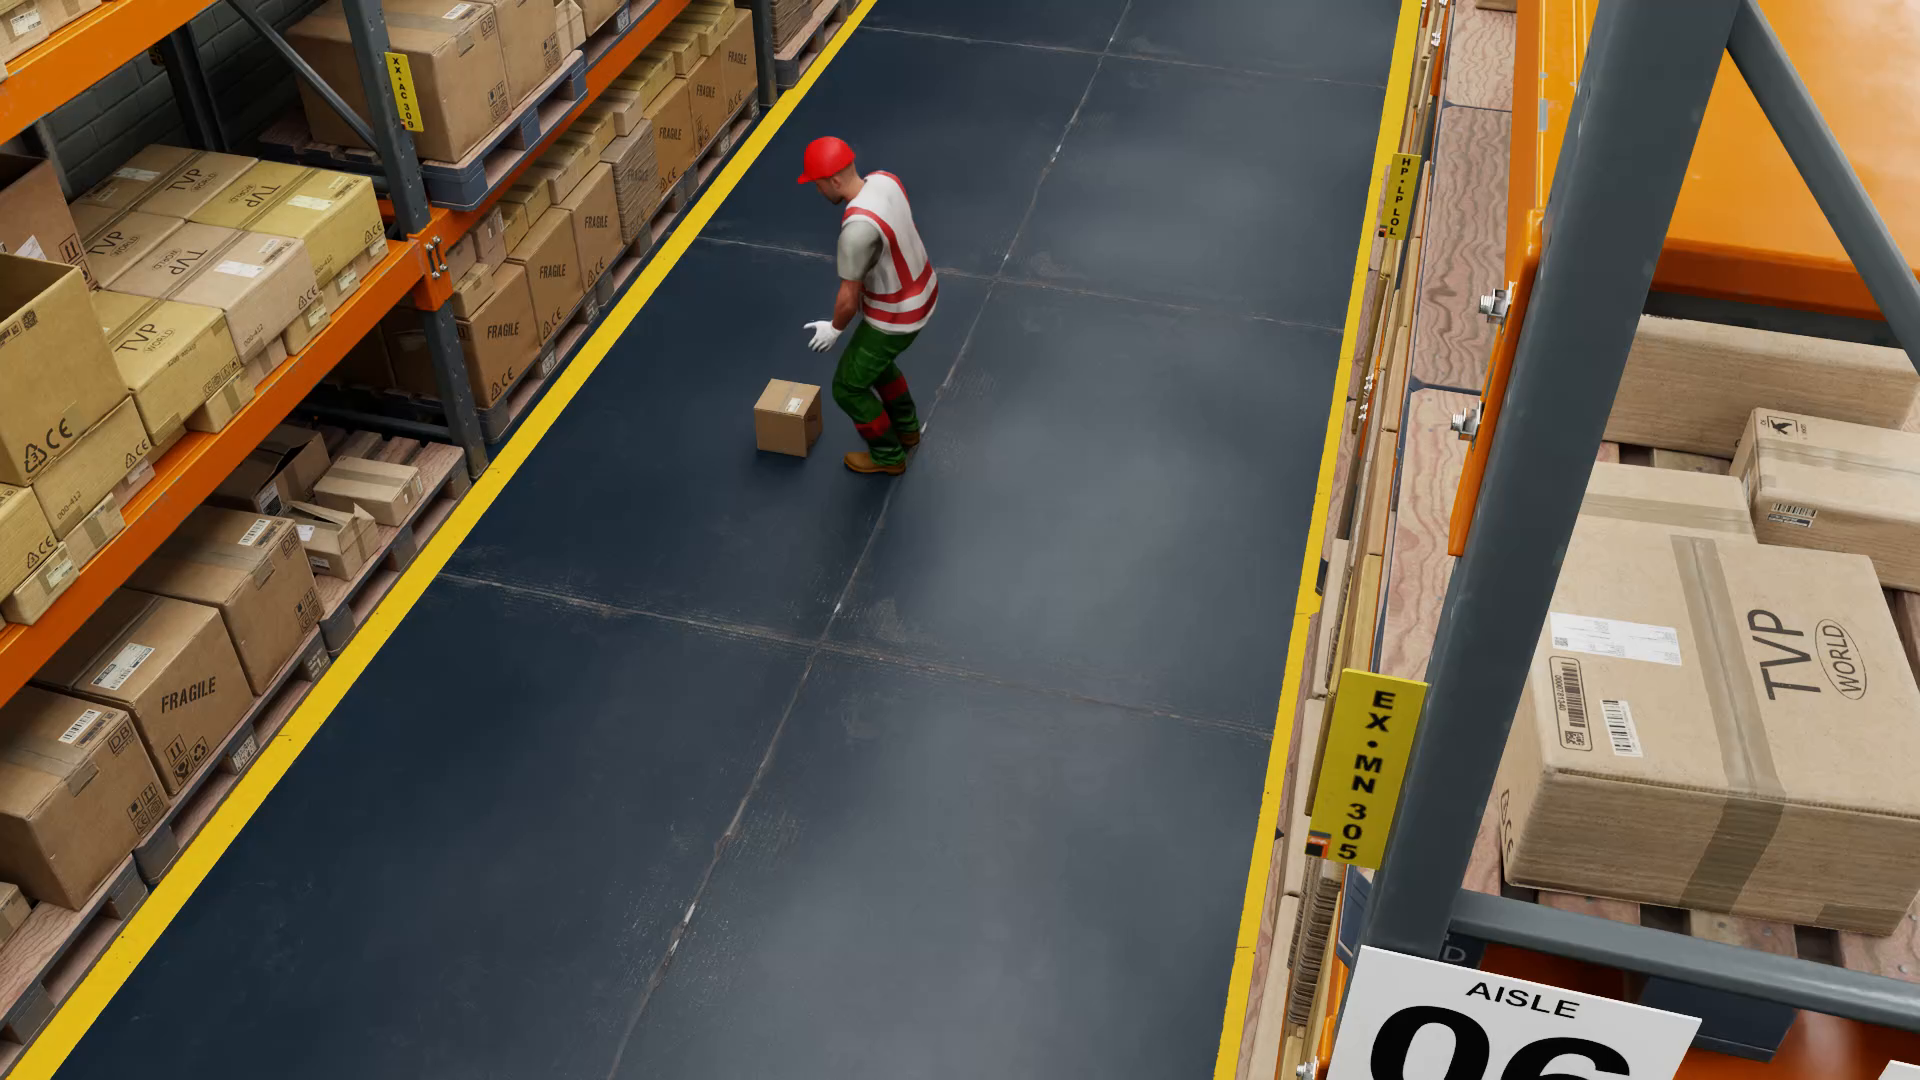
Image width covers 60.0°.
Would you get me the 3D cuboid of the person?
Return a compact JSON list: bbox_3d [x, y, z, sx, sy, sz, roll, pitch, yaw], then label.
[{"bbox_3d":[-0.536,-0.820,7.707,0.948,0.984,0.530,8,41,9],"label":"person"}]
